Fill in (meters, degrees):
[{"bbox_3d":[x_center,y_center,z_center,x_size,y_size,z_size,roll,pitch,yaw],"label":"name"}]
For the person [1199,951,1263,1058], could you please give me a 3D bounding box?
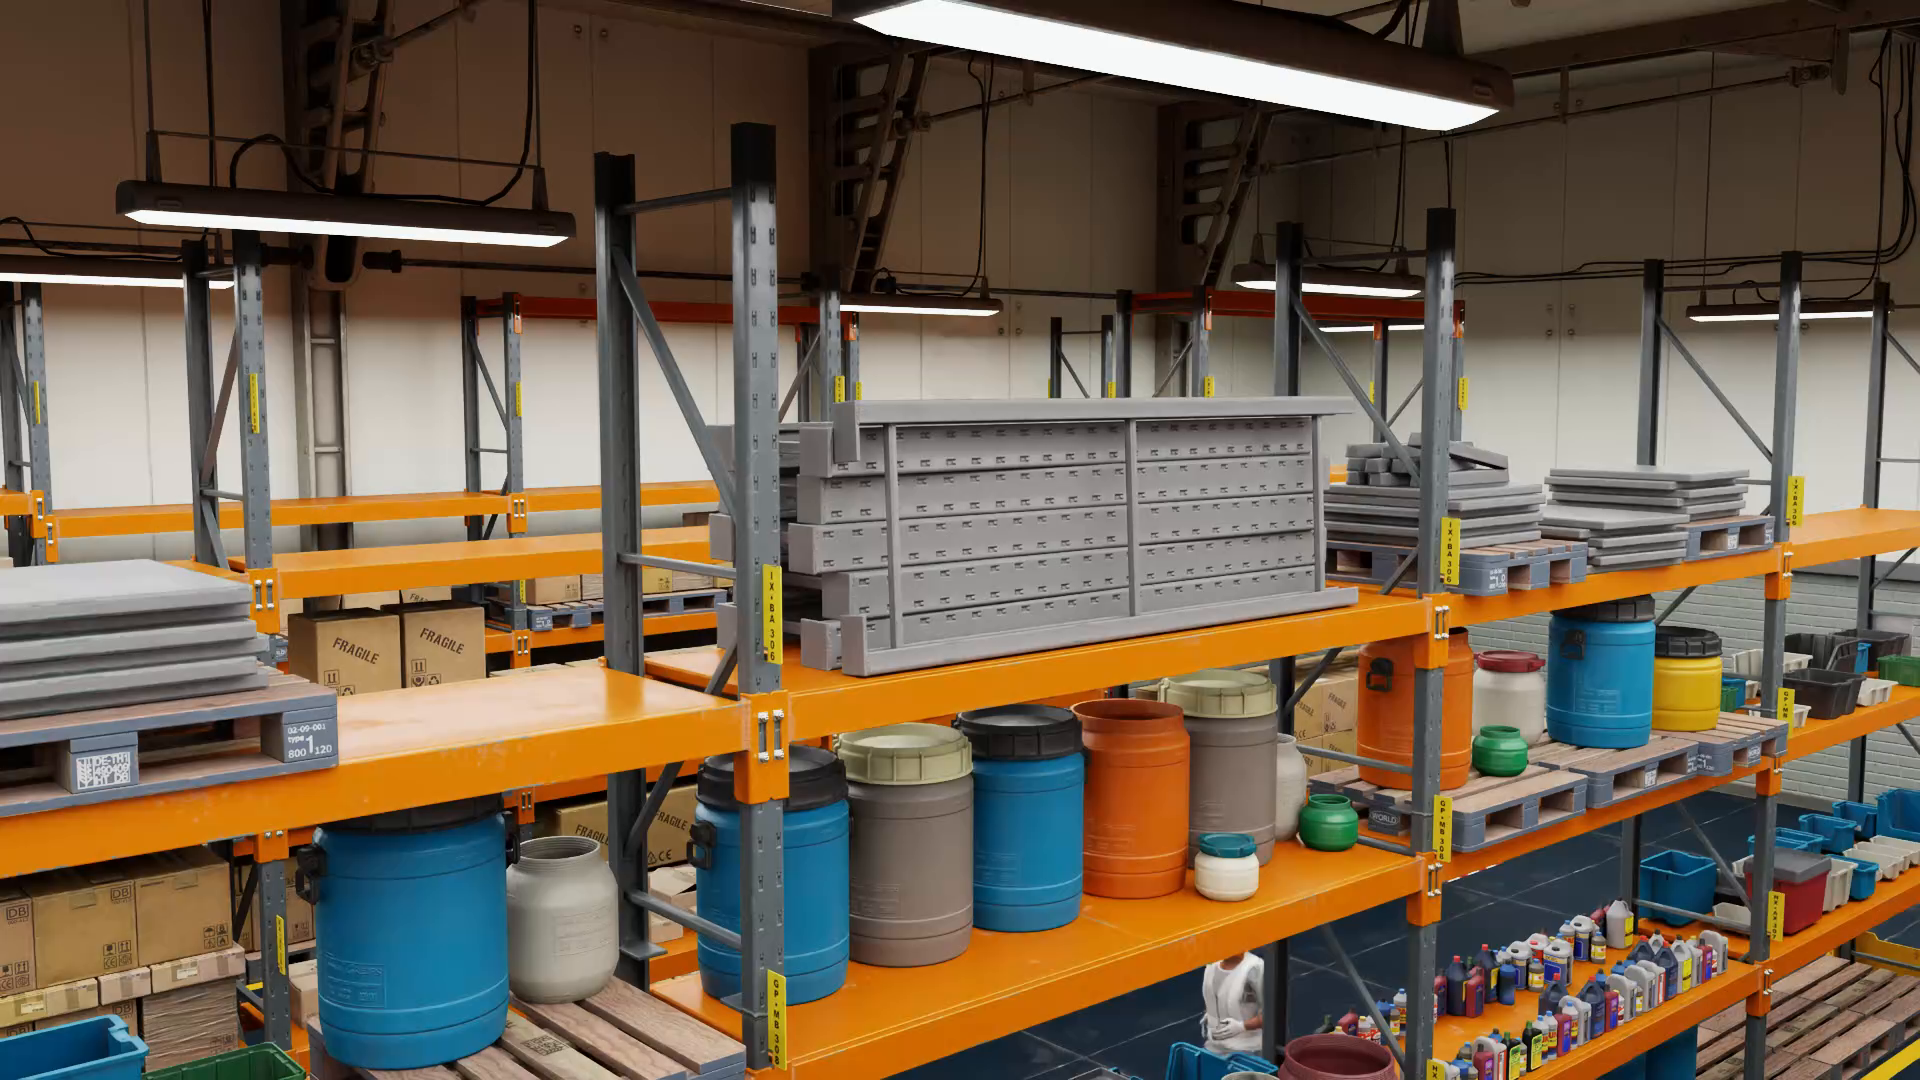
[{"bbox_3d":[1.743,3.272,10.785,0.594,1.745,0.662,-4,7,-38],"label":"person"}]
